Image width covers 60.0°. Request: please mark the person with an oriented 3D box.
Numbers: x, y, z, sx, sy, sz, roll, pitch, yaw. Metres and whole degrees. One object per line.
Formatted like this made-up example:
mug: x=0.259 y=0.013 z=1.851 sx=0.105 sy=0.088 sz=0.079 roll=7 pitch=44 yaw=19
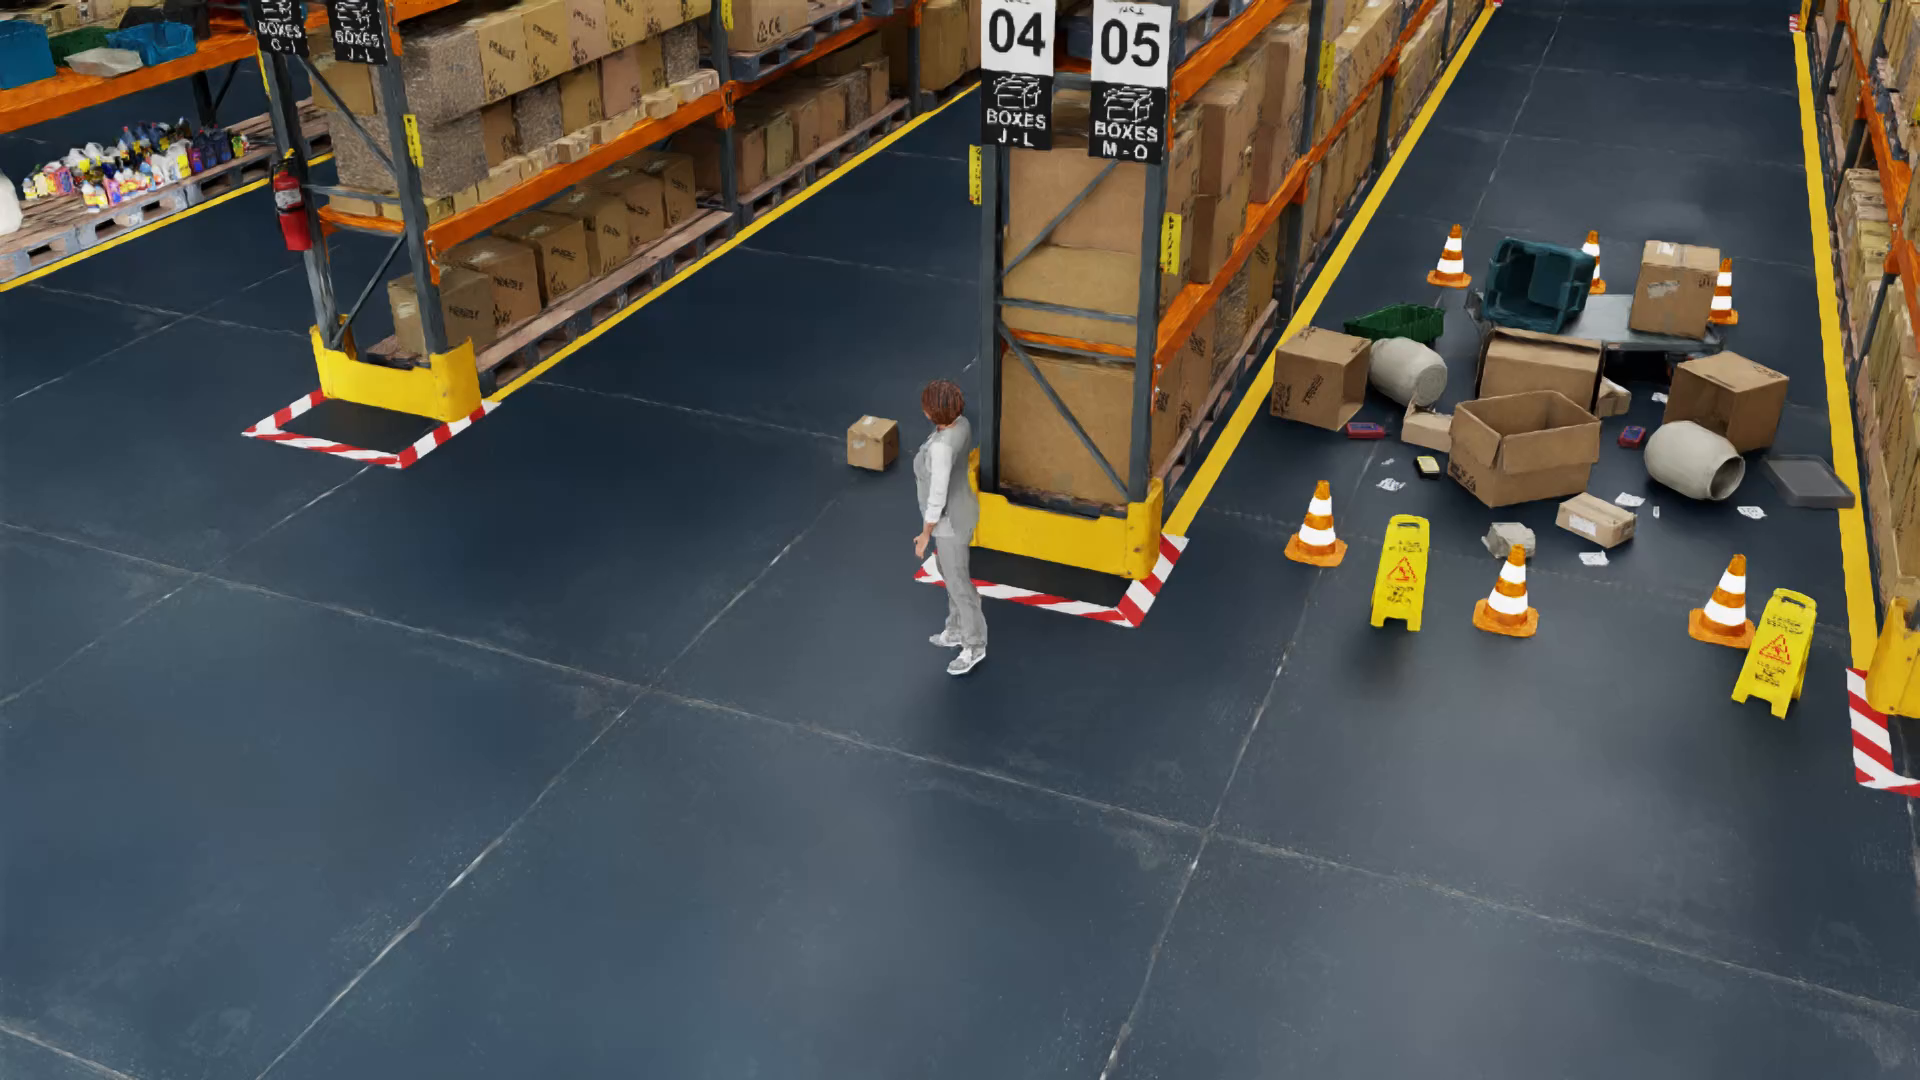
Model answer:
person: x=-0.038 y=-0.062 z=8.512 sx=0.384 sy=1.641 sz=0.434 roll=4 pitch=30 yaw=7
